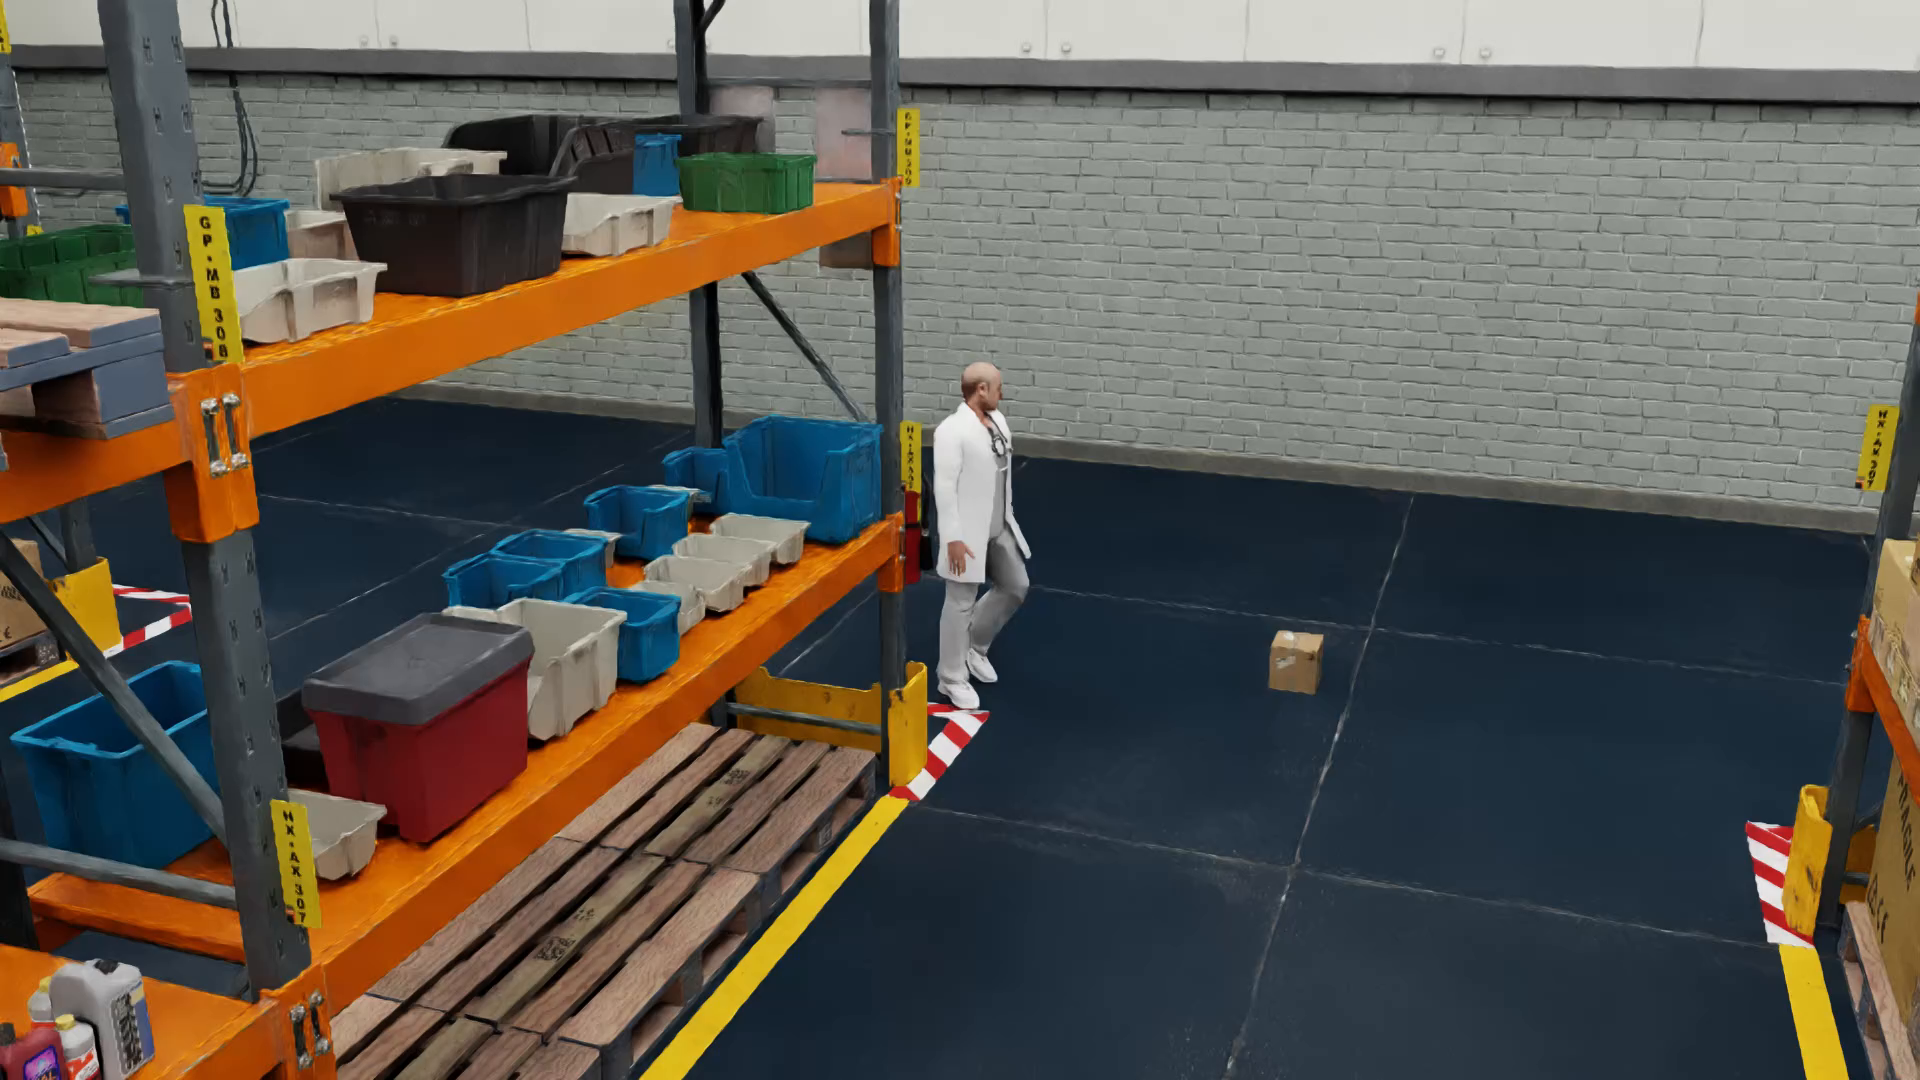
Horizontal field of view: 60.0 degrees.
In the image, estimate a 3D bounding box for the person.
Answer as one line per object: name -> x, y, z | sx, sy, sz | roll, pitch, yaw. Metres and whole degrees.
person -> 0.071, -0.049, 8.678 | 0.465, 1.780, 0.650 | 14, 23, 36
